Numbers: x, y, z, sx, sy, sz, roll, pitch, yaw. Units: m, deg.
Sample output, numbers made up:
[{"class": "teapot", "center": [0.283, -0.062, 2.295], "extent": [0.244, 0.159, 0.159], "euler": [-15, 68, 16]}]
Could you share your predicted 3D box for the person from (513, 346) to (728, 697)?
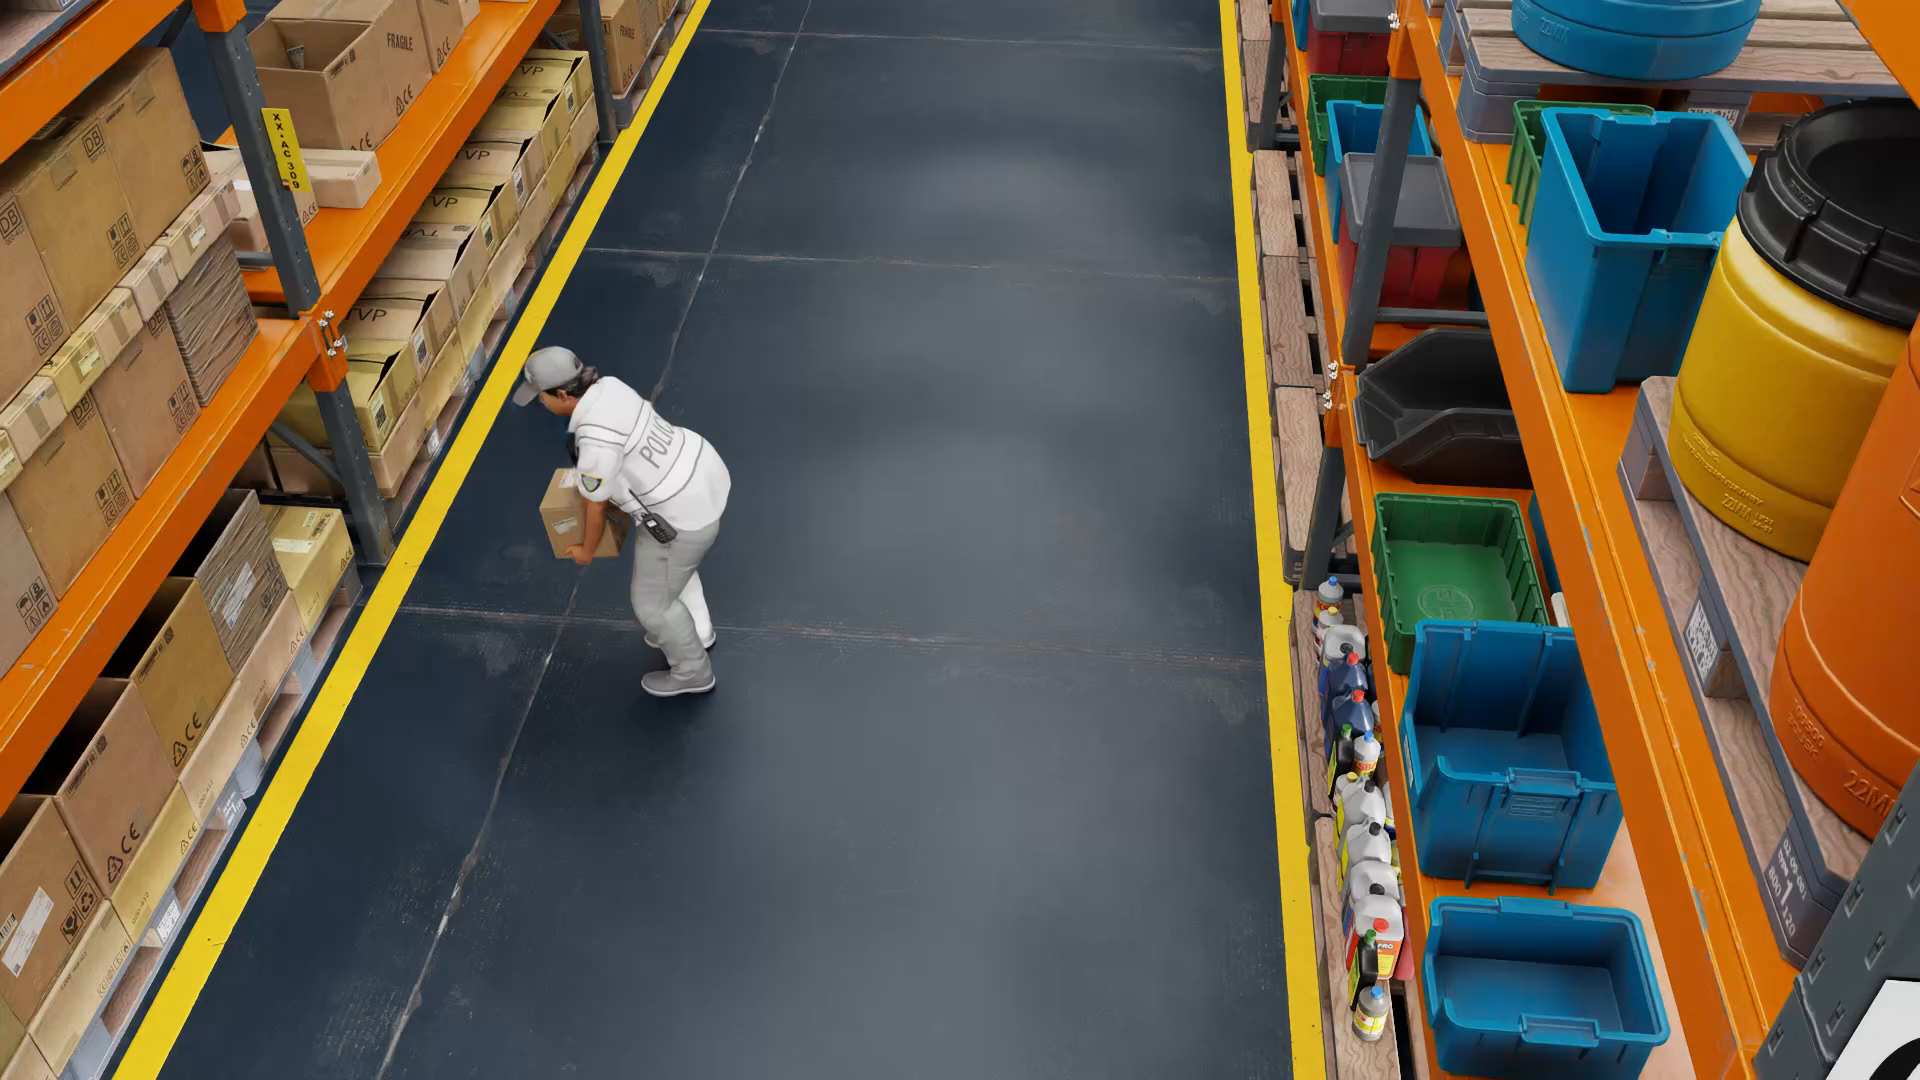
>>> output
[{"class": "person", "center": [-1.249, -0.082, 6.358], "extent": [0.708, 1.536, 0.439], "euler": [2, 40, 3]}]
